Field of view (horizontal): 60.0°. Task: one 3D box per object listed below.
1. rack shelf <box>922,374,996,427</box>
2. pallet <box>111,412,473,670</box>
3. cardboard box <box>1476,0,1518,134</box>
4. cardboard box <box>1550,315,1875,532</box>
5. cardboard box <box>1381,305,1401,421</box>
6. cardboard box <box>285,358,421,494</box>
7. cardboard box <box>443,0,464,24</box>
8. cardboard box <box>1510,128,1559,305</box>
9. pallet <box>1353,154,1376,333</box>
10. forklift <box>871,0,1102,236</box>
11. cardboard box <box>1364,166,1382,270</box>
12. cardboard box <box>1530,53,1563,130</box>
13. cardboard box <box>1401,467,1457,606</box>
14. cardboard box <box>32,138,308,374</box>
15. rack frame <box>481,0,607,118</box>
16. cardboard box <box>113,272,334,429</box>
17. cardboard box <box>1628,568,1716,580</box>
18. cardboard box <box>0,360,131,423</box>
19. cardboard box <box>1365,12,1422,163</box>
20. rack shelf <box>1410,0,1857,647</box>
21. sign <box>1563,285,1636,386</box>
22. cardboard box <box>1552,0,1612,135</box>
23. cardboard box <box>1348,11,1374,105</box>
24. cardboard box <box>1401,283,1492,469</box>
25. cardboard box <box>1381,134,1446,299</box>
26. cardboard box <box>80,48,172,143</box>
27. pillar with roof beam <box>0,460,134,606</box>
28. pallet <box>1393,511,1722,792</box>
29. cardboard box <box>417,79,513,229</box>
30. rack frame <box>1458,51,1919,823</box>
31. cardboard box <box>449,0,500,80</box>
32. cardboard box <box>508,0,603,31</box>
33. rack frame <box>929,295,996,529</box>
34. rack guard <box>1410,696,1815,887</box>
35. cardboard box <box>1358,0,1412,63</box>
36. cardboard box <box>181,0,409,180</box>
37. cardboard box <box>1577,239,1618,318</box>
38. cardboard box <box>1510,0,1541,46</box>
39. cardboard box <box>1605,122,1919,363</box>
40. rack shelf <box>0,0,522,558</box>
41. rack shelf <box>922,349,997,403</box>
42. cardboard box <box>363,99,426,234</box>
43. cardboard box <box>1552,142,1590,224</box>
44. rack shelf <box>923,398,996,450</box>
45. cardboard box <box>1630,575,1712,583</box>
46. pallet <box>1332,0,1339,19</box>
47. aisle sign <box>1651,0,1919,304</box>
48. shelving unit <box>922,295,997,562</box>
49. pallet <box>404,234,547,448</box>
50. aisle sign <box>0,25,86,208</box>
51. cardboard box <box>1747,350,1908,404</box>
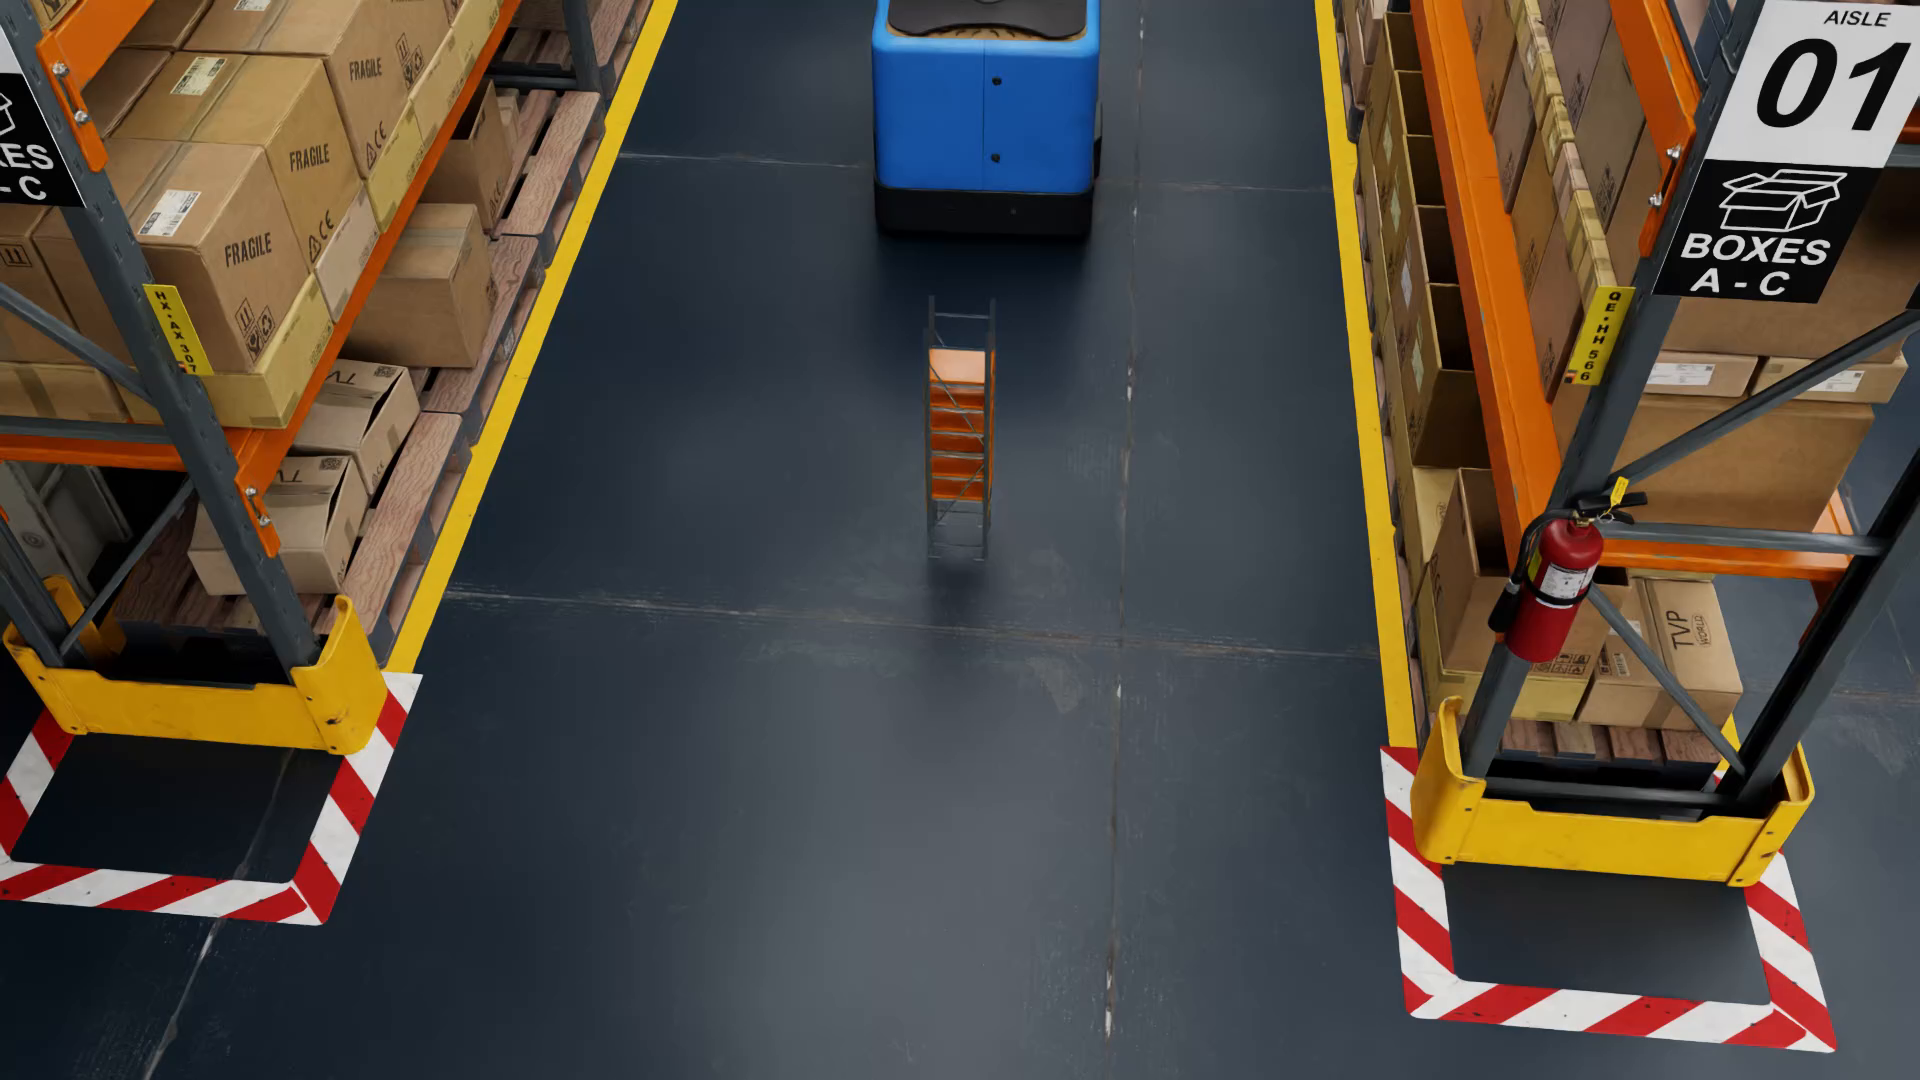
[{"bbox_3d":[-0.001,-0.526,6.179,0.258,0.103,0.180,4,48,4],"label":"rack shelf"},{"bbox_3d":[-2.633,-0.044,6.674,1.003,0.211,1.213,4,48,4],"label":"pallet"},{"bbox_3d":[2.423,-1.895,6.408,0.700,0.500,0.500,5,48,4],"label":"cardboard box"},{"bbox_3d":[2.239,-0.381,5.024,0.700,0.500,0.500,4,48,4],"label":"cardboard box"},{"bbox_3d":[2.063,-0.735,6.995,0.500,0.250,0.500,4,48,4],"label":"cardboard box"},{"bbox_3d":[-2.545,-0.497,6.722,0.500,0.311,0.500,7,48,7],"label":"cardboard box"},{"bbox_3d":[-2.216,-2.379,6.499,0.500,0.500,0.500,3,48,2],"label":"cardboard box"},{"bbox_3d":[2.333,-1.131,5.710,0.700,0.500,0.500,4,48,4],"label":"cardboard box"},{"bbox_3d":[2.434,-1.421,7.933,1.003,0.211,1.213,4,48,4],"label":"pallet"},{"bbox_3d":[0.190,-3.540,8.027,1.130,2.935,3.031,2,48,2],"label":"forklift"},{"bbox_3d":[2.154,-1.470,7.667,0.500,0.250,0.500,4,48,4],"label":"cardboard box"},{"bbox_3d":[2.146,-1.503,5.610,0.380,0.149,0.250,5,48,5],"label":"cardboard box"},{"bbox_3d":[1.972,-0.001,6.323,0.500,0.250,0.500,4,48,4],"label":"cardboard box"},{"bbox_3d":[-2.407,-0.875,5.123,0.500,0.500,0.500,4,48,4],"label":"cardboard box"},{"bbox_3d":[-2.385,-3.274,7.738,1.000,3.000,0.127,4,48,4],"label":"rack frame"},{"bbox_3d":[-2.389,-0.628,5.406,0.500,0.250,0.500,3,48,2],"label":"cardboard box"},{"bbox_3d":[2.498,-0.218,6.013,0.500,0.500,0.500,4,48,4],"label":"cardboard box"},{"bbox_3d":[-2.900,-0.648,5.424,0.500,0.250,0.500,4,48,4],"label":"cardboard box"},{"bbox_3d":[2.194,-2.091,7.726,0.500,0.500,0.500,4,48,4],"label":"cardboard box"},{"bbox_3d":[2.366,-1.232,6.357,1.077,0.370,4.000,4,48,4],"label":"rack shelf"},{"bbox_3d":[1.645,-0.522,4.276,0.100,0.325,0.005,4,48,4],"label":"sign"},{"bbox_3d":[2.332,-1.615,5.273,0.700,0.500,0.500,4,48,4],"label":"cardboard box"},{"bbox_3d":[2.298,-2.482,8.592,0.500,0.250,0.500,3,48,3],"label":"cardboard box"},{"bbox_3d":[2.013,-0.621,6.382,0.500,0.500,0.500,4,48,4],"label":"cardboard box"},{"bbox_3d":[2.103,-1.356,7.054,0.500,0.500,0.500,4,48,4],"label":"cardboard box"},{"bbox_3d":[-2.862,-1.274,5.488,0.500,0.500,0.500,4,48,4],"label":"cardboard box"},{"bbox_3d":[0.740,-2.643,3.095,9.100,9.000,0.400,4,48,4],"label":"pillar with roof beam"},{"bbox_3d":[2.212,0.372,6.293,1.003,0.211,1.213,4,48,4],"label":"pallet"},{"bbox_3d":[-2.440,-1.814,7.798,0.500,0.500,0.500,1,48,1],"label":"cardboard box"},{"bbox_3d":[2.184,-0.005,4.747,1.000,3.000,0.127,4,48,4],"label":"rack frame"},{"bbox_3d":[-2.210,-2.126,6.776,0.500,0.250,0.500,4,48,3],"label":"cardboard box"},{"bbox_3d":[-2.334,-3.121,8.994,0.700,0.500,0.500,5,48,5],"label":"cardboard box"},{"bbox_3d":[0.007,-0.462,6.385,0.240,1.200,0.006,4,48,4],"label":"rack frame"},{"bbox_3d":[2.182,0.857,5.654,1.175,0.500,0.348,4,48,4],"label":"rack guard"},{"bbox_3d":[2.300,-2.664,8.378,0.500,0.311,0.500,4,48,4],"label":"cardboard box"},{"bbox_3d":[-2.298,-1.617,5.802,0.500,0.500,0.500,2,48,2],"label":"cardboard box"},{"bbox_3d":[2.052,-0.743,4.916,0.380,0.149,0.250,5,48,5],"label":"cardboard box"},{"bbox_3d":[2.194,-1.874,5.950,0.380,0.149,0.250,4,48,3],"label":"cardboard box"},{"bbox_3d":[2.244,-0.857,4.580,0.700,0.500,0.500,4,48,4],"label":"cardboard box"},{"bbox_3d":[-2.567,-1.562,6.659,1.077,0.370,4.000,4,48,4],"label":"rack shelf"},{"bbox_3d":[-0.001,-0.607,6.091,0.258,0.103,0.180,4,48,4],"label":"rack shelf"},{"bbox_3d":[-2.303,-1.385,6.098,0.500,0.250,0.500,3,48,3],"label":"cardboard box"},{"bbox_3d":[2.100,-1.116,5.257,0.380,0.149,0.250,4,48,4],"label":"cardboard box"},{"bbox_3d":[-0.001,-0.445,6.268,0.258,0.103,0.180,4,48,4],"label":"rack shelf"},{"bbox_3d":[2.496,0.035,6.290,0.500,0.250,0.500,4,48,4],"label":"cardboard box"},{"bbox_3d":[2.685,-3.446,9.785,1.003,0.211,1.213,4,48,4],"label":"pallet"},{"bbox_3d":[1.886,-0.854,3.762,0.394,0.787,0.004,4,48,4],"label":"aisle sign"},{"bbox_3d":[-0.001,-0.394,6.323,0.258,1.200,0.189,4,48,4],"label":"shelving unit"},{"bbox_3d":[-2.519,-0.938,7.491,1.003,0.211,1.213,4,48,4],"label":"pallet"},{"bbox_3d":[-2.457,-1.139,4.024,0.394,0.787,0.004,4,48,4],"label":"aisle sign"},{"bbox_3d":[2.434,-0.531,4.722,0.380,0.149,0.250,4,48,3],"label":"cardboard box"}]
